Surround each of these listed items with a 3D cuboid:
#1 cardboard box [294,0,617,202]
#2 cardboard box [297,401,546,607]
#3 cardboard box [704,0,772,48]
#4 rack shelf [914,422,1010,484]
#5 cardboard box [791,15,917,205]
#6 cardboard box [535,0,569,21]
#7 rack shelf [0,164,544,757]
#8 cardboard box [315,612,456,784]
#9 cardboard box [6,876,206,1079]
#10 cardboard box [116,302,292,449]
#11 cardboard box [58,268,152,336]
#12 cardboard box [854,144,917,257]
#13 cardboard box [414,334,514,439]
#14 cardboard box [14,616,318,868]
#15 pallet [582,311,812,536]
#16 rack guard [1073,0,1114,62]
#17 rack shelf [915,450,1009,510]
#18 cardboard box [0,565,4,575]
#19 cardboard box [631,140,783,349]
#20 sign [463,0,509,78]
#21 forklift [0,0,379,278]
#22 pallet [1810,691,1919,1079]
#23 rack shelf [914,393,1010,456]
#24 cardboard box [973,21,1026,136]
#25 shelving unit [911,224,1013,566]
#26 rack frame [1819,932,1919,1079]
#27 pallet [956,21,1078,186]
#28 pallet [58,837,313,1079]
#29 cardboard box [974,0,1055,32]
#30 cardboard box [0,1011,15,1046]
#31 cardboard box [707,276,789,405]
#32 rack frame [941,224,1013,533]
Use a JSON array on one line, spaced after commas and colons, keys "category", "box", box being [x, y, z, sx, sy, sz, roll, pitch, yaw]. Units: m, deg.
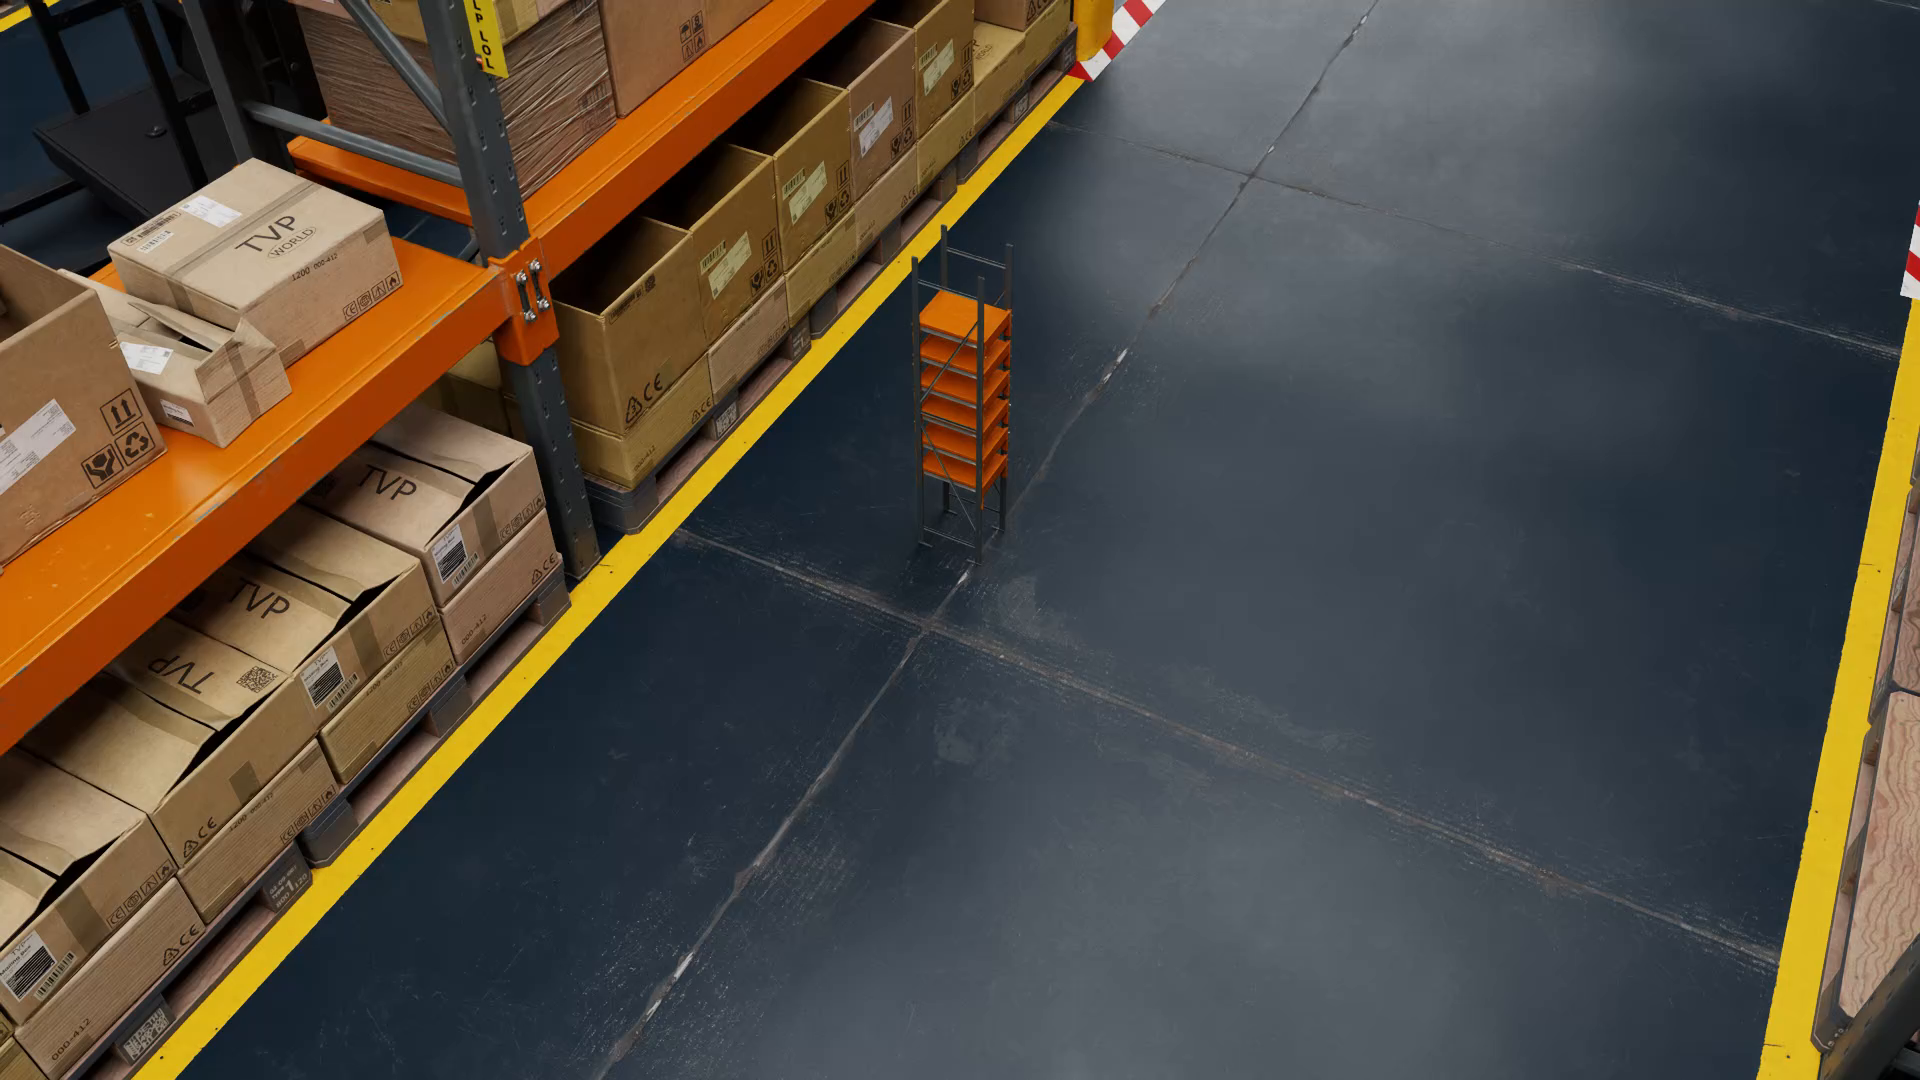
[{"category": "cardboard box", "box": [-1.494, -1.432, 4.986, 0.700, 0.500, 0.500, 19, 48, 18]}, {"category": "cardboard box", "box": [-1.628, -0.144, 5.027, 0.500, 0.311, 0.500, 20, 49, 19]}, {"category": "cardboard box", "box": [-1.018, -2.081, 5.628, 0.700, 0.500, 0.500, 21, 49, 20]}, {"category": "rack shelf", "box": [0.007, -0.315, 5.449, 0.258, 0.103, 0.180, 20, 49, 19]}, {"category": "cardboard box", "box": [-0.507, -1.695, 6.426, 0.500, 0.500, 0.500, 20, 49, 19]}, {"category": "cardboard box", "box": [-1.282, -1.642, 4.738, 0.380, 0.149, 0.250, 21, 49, 20]}, {"category": "rack shelf", "box": [-2.623, 0.397, 3.754, 1.077, 0.370, 4.000, 20, 49, 19]}, {"category": "cardboard box", "box": [-1.866, 0.379, 4.905, 0.500, 0.250, 0.500, 20, 49, 18]}, {"category": "cardboard box", "box": [-2.341, 1.021, 4.270, 0.500, 0.250, 0.500, 21, 49, 20]}, {"category": "cardboard box", "box": [-1.940, -0.454, 4.184, 0.396, 0.266, 0.258, 19, 48, 18]}, {"category": "cardboard box", "box": [-2.287, -0.536, 4.348, 0.380, 0.149, 0.250, 20, 49, 19]}, {"category": "cardboard box", "box": [-0.510, -1.432, 6.694, 0.500, 0.250, 0.500, 20, 49, 19]}, {"category": "cardboard box", "box": [-1.673, -0.661, 5.932, 0.500, 0.250, 0.500, 20, 49, 19]}, {"category": "cardboard box", "box": [-2.098, 0.500, 4.391, 0.500, 0.311, 0.500, 20, 49, 19]}, {"category": "pallet", "box": [-1.288, -0.622, 6.217, 1.003, 0.211, 1.213, 20, 49, 19]}, {"category": "rack guard", "box": [0.174, -2.772, 8.138, 1.175, 0.500, 0.348, 20, 49, 19]}, {"category": "rack shelf", "box": [0.007, -0.231, 5.535, 0.258, 0.103, 0.180, 20, 49, 19]}, {"category": "cardboard box", "box": [-2.542, -0.025, 3.595, 0.500, 0.500, 0.500, 21, 49, 19]}, {"category": "cardboard box", "box": [-0.977, -1.066, 5.806, 0.500, 0.500, 0.500, 20, 49, 19]}, {"category": "sign", "box": [-1.209, -1.322, 4.189, 0.100, 0.325, 0.005, 20, 49, 19]}, {"category": "forklift", "box": [-3.169, -2.494, 6.154, 1.130, 2.935, 3.031, 33, 54, 28]}, {"category": "pallet", "box": [2.976, 1.063, 4.551, 1.003, 0.211, 1.213, 20, 49, 19]}, {"category": "rack shelf", "box": [0.007, -0.400, 5.364, 0.258, 0.103, 0.180, 20, 49, 19]}, {"category": "cardboard box", "box": [-0.046, -2.062, 7.317, 0.500, 0.250, 0.500, 20, 49, 19]}, {"category": "shelving unit", "box": [0.007, -0.431, 5.332, 0.258, 1.200, 0.189, 20, 49, 19]}, {"category": "rack frame", "box": [2.695, 0.518, 3.129, 1.000, 3.000, 0.127, 20, 49, 19]}, {"category": "pallet", "box": [-0.155, -2.160, 7.736, 1.003, 0.211, 1.213, 20, 49, 19]}, {"category": "pallet", "box": [-2.567, 1.113, 4.501, 1.003, 0.211, 1.213, 20, 49, 19]}, {"category": "cardboard box", "box": [0.177, -2.644, 7.365, 0.500, 0.500, 0.500, 20, 49, 19]}, {"category": "cardboard box", "box": [-2.573, 1.139, 3.759, 0.500, 0.311, 0.500, 19, 48, 18]}, {"category": "cardboard box", "box": [-0.974, -0.802, 6.071, 0.500, 0.250, 0.500, 20, 49, 19]}, {"category": "rack frame", "box": [0.049, -0.489, 5.389, 0.240, 1.200, 0.006, 20, 49, 19]}]
